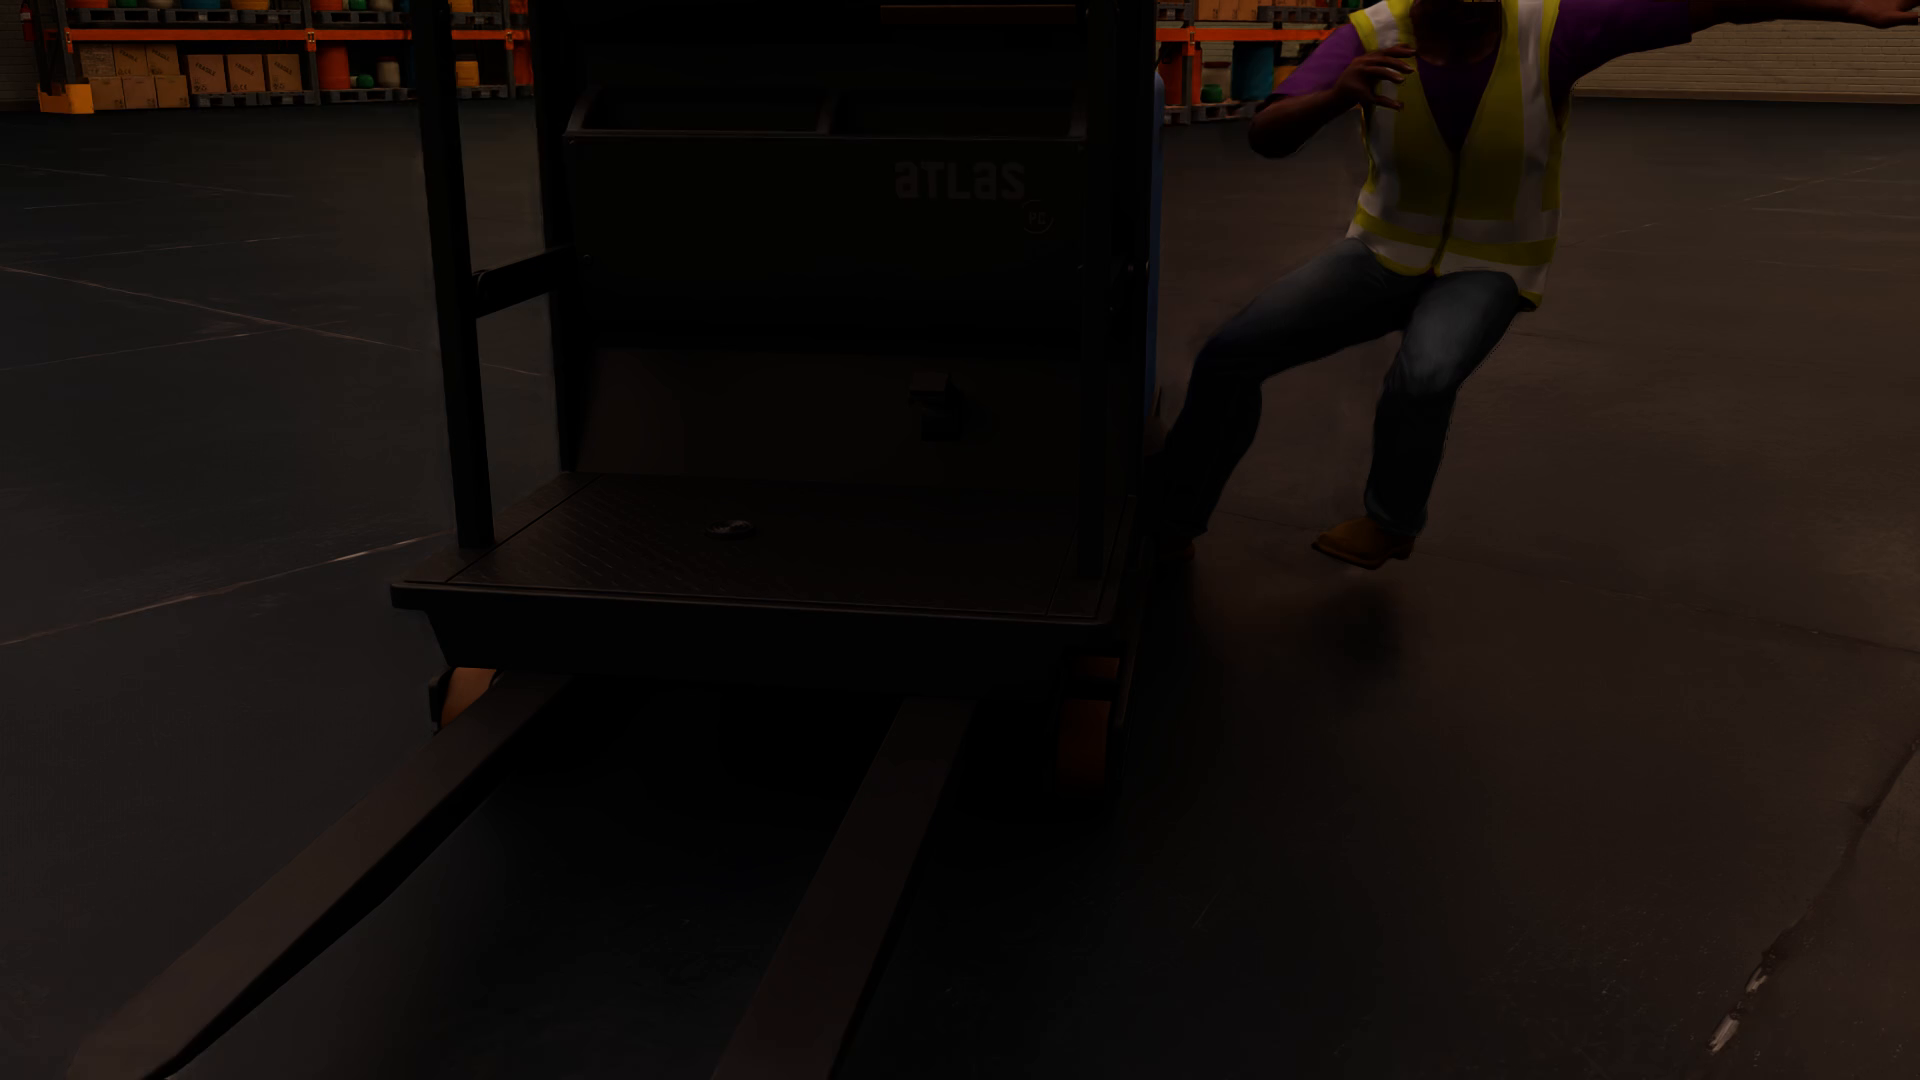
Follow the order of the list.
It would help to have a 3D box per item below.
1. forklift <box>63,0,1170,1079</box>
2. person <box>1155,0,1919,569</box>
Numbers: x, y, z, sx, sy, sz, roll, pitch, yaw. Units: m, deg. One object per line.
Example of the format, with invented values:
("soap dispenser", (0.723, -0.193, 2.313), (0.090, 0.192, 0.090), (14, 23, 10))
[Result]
("forklift", (-0.249, -1.103, 2.531), (1.130, 2.935, 3.031), (3, 17, 9))
("person", (1.033, -0.557, 3.312), (1.595, 1.446, 0.793), (7, 18, 22))
